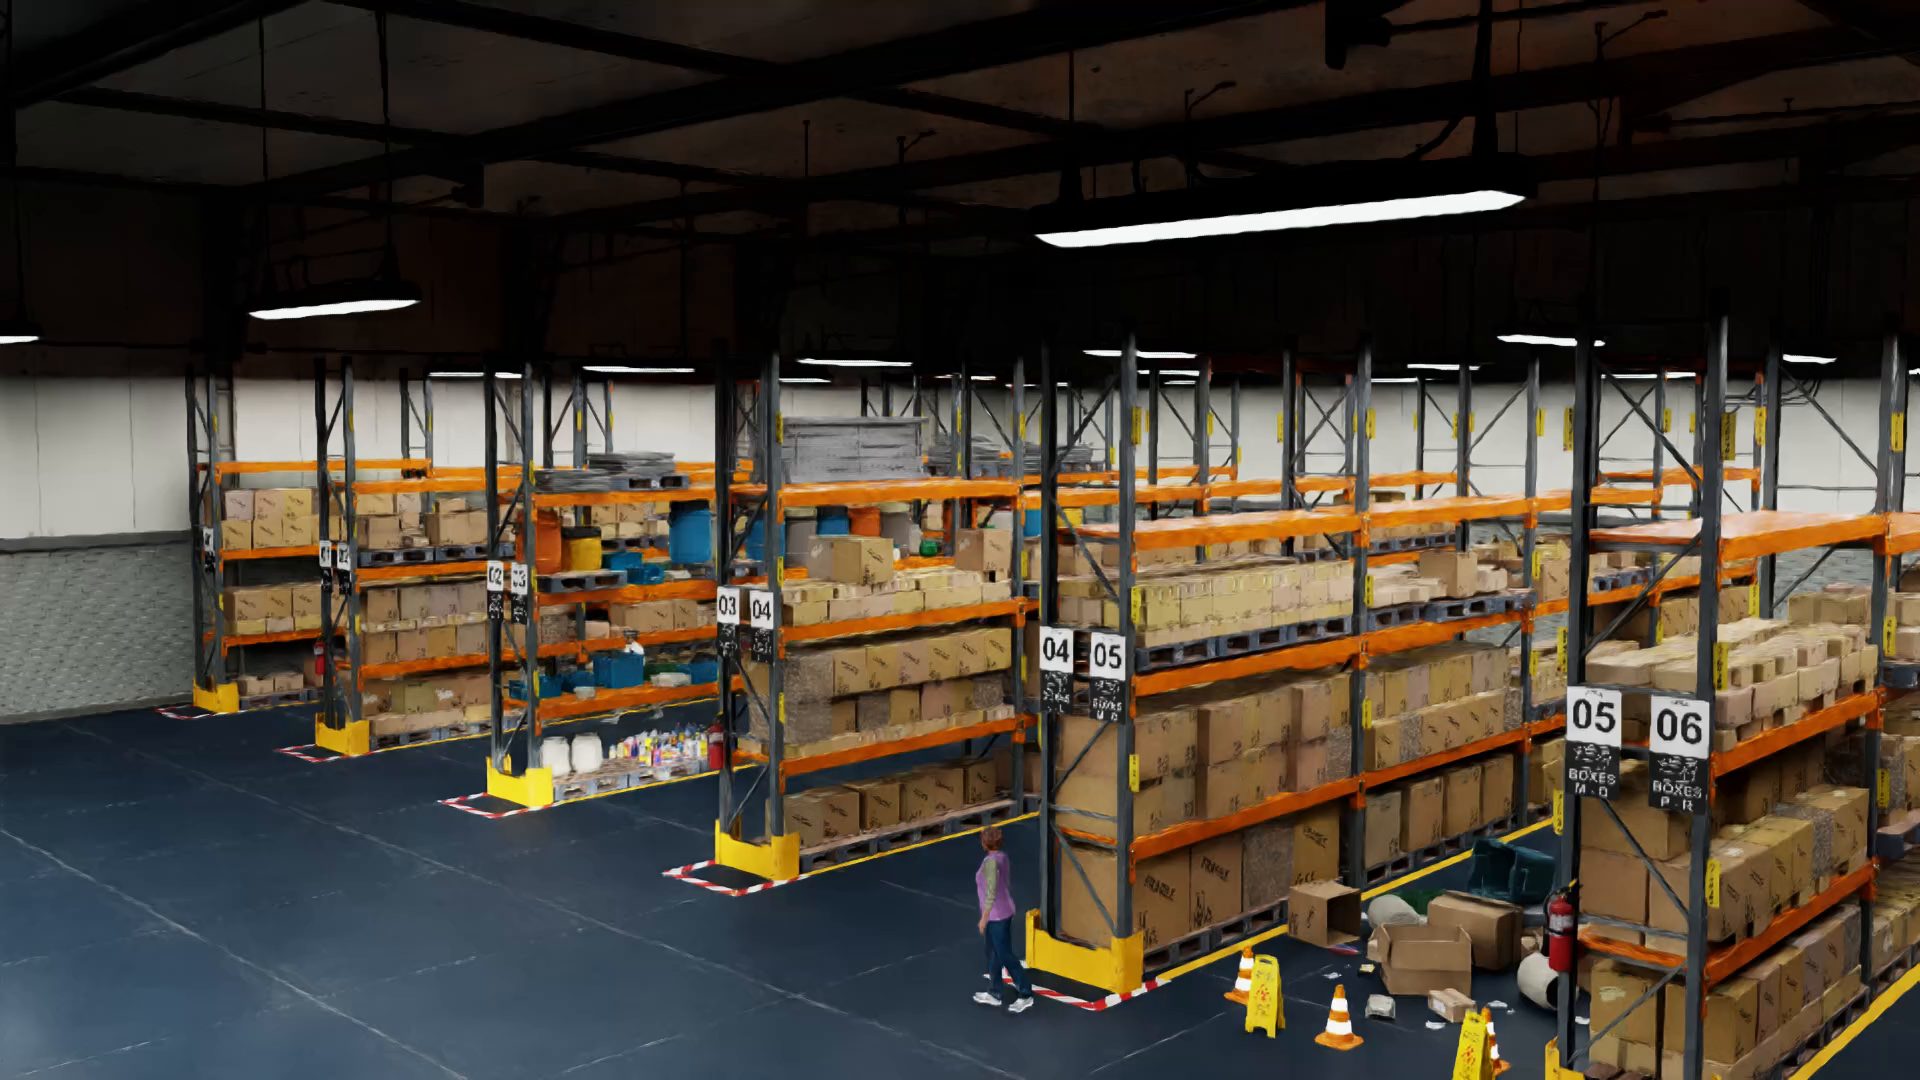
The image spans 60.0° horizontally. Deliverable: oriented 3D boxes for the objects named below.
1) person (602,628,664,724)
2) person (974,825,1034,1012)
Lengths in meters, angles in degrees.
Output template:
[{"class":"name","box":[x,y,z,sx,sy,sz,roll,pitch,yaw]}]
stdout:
[{"class":"person","box":[-5.404,2.239,27.581,0.488,1.590,1.079,4,6,42]},{"class":"person","box":[0.377,3.270,14.436,0.552,1.581,0.463,1,4,12]}]
